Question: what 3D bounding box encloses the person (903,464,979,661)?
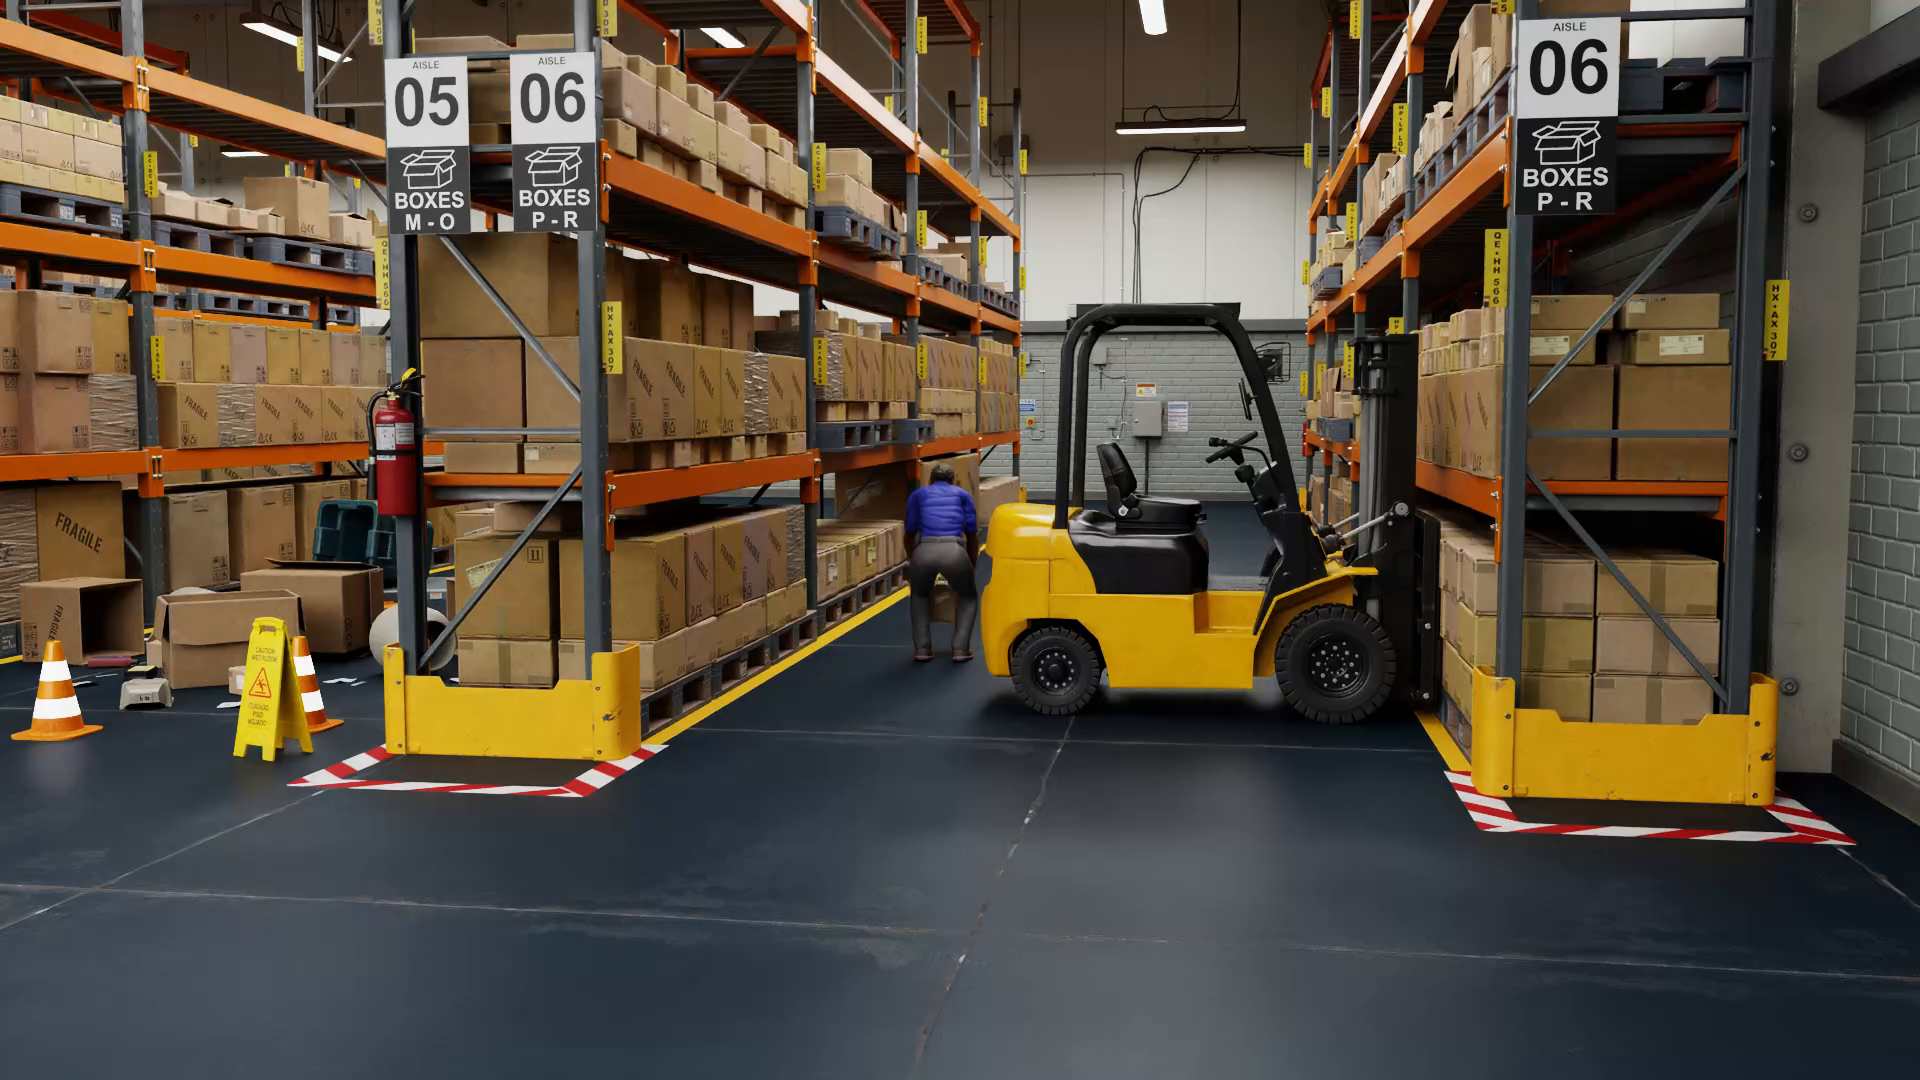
[{"bbox_3d":[-0.139,0.144,10.727,0.500,1.252,0.694,1,5,8],"label":"person"}]
